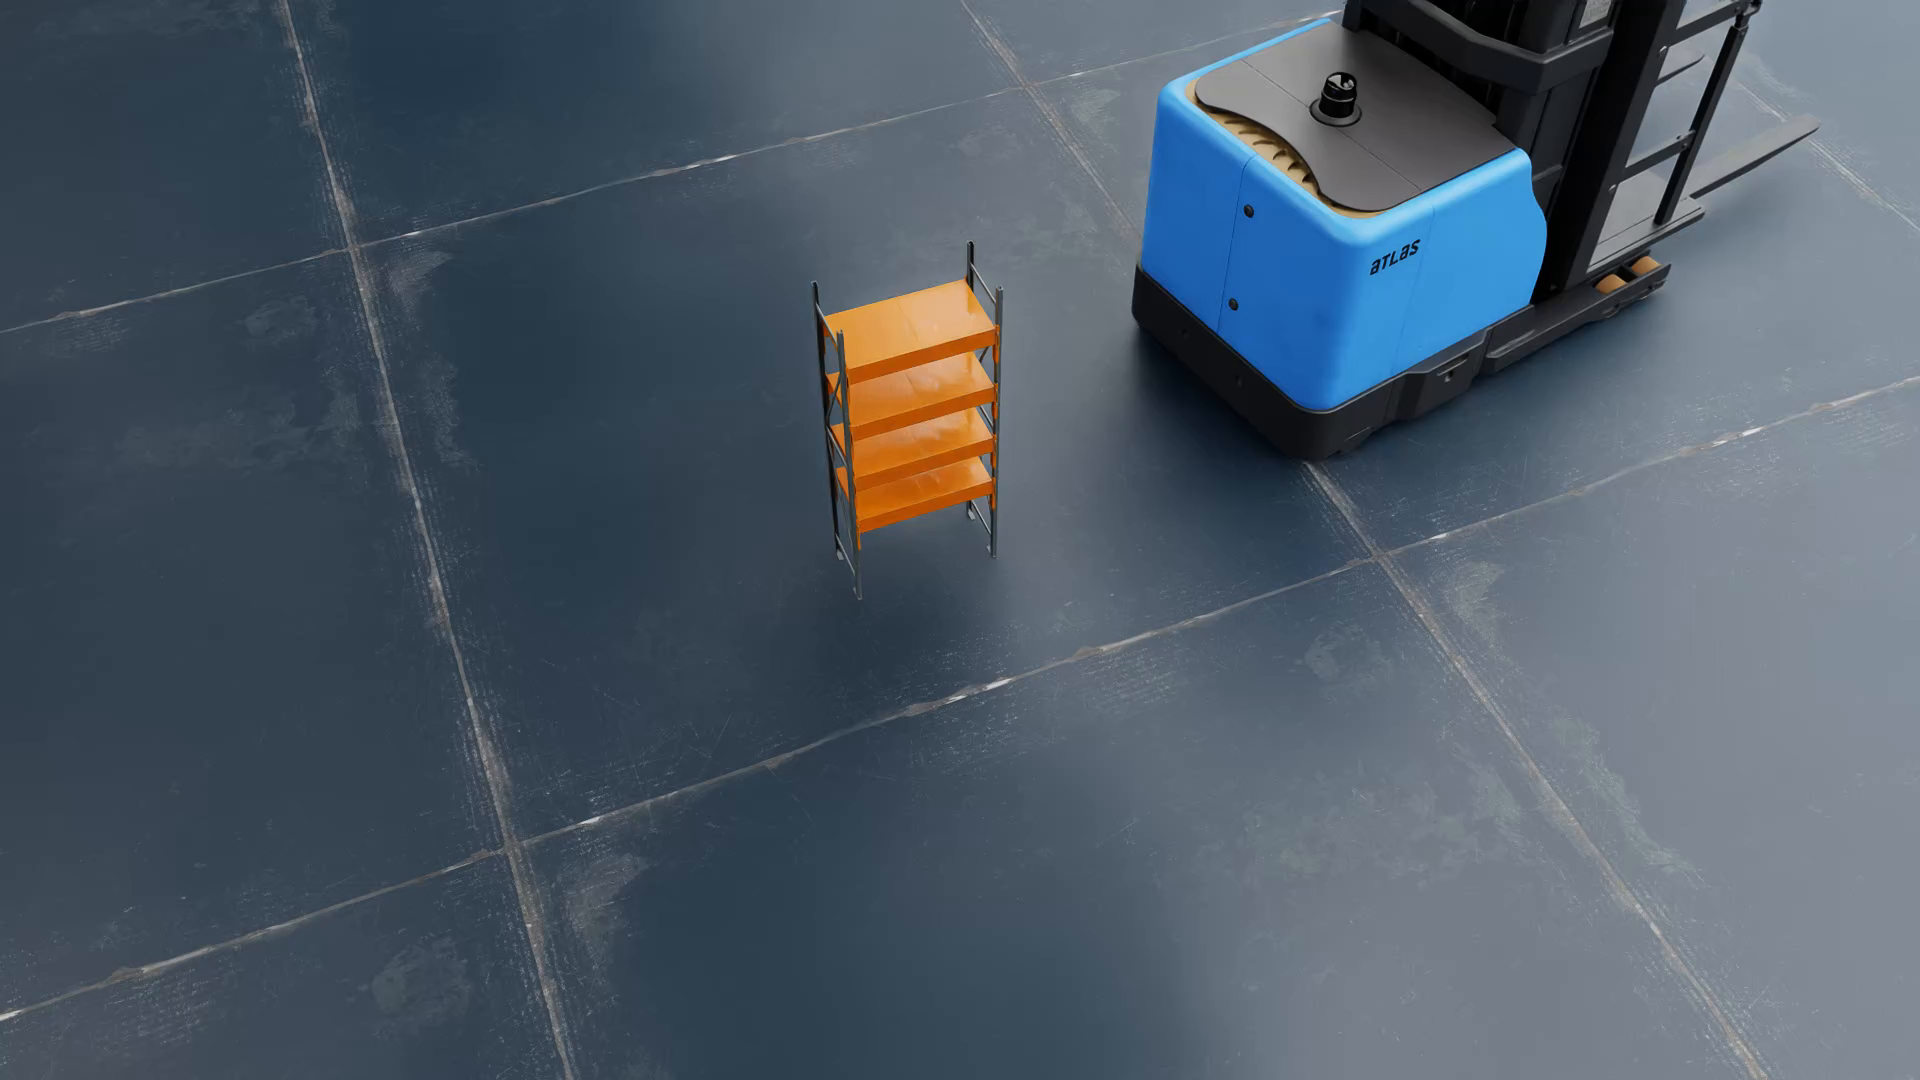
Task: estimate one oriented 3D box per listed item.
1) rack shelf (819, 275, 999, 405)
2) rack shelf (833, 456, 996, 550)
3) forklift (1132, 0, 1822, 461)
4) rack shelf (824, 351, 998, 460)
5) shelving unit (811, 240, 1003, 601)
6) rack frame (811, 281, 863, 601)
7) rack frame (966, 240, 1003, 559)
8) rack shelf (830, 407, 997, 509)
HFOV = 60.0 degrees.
[{"bbox_3d":[-0.153,-0.599,4.956,0.480,0.148,0.258,-17,52,-14],"label":"rack shelf"},{"bbox_3d":[-0.153,-0.170,5.456,0.480,0.148,0.258,-17,52,-14],"label":"rack shelf"},{"bbox_3d":[2.169,-2.128,5.646,3.031,2.935,1.130,-27,55,-21],"label":"forklift"},{"bbox_3d":[-0.153,-0.445,5.135,0.480,0.148,0.258,-17,52,-14],"label":"rack shelf"},{"bbox_3d":[-0.153,-0.343,5.254,0.503,1.200,0.258,-17,52,-14],"label":"shelving unit"},{"bbox_3d":[-0.379,-0.273,5.194,0.015,1.200,0.240,-17,52,-14],"label":"rack frame"},{"bbox_3d":[0.073,-0.413,5.314,0.015,1.200,0.240,-17,52,-14],"label":"rack frame"},{"bbox_3d":[-0.153,-0.300,5.305,0.480,0.148,0.258,-17,52,-14],"label":"rack shelf"}]
